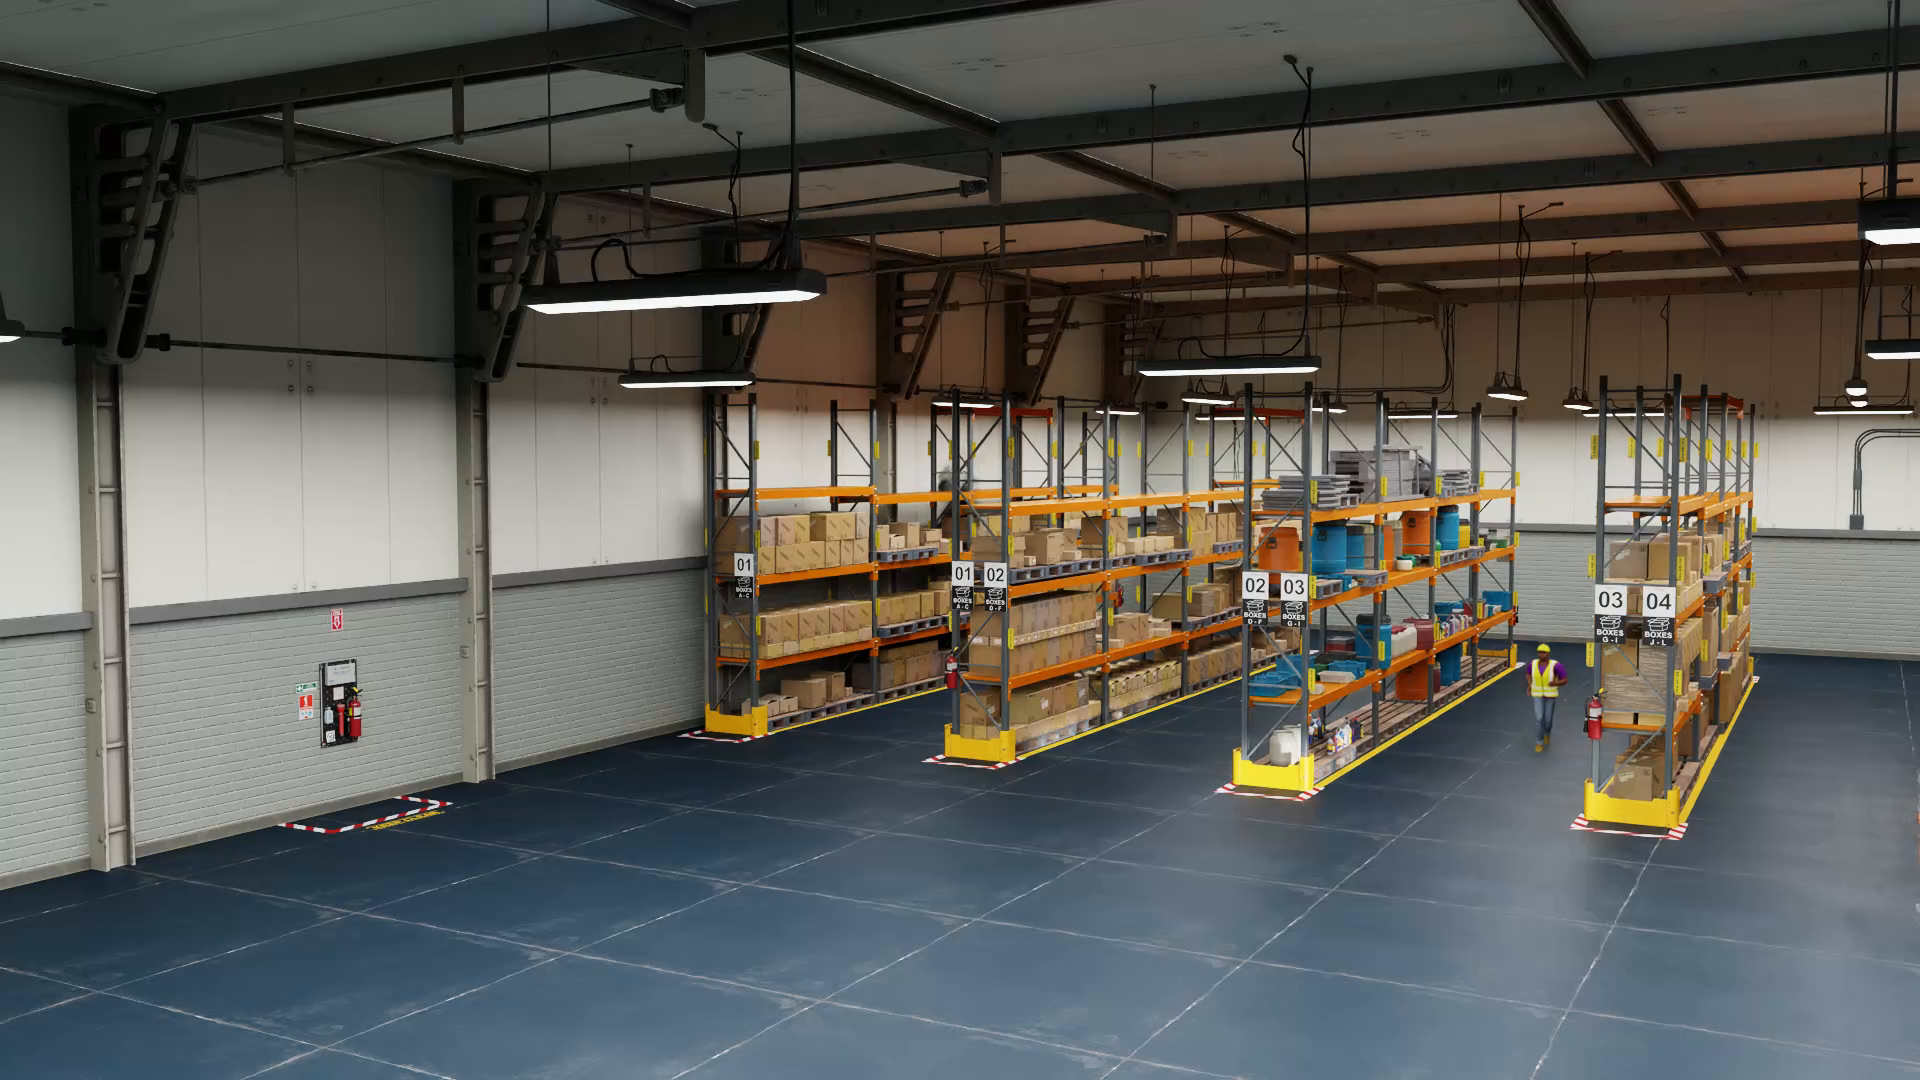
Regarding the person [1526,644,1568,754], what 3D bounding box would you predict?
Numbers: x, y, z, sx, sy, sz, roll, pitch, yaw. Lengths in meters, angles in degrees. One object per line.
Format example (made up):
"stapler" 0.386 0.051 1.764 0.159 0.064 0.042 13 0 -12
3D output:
"person" 9.754 2.620 27.693 0.682 1.780 0.915 1 3 26
